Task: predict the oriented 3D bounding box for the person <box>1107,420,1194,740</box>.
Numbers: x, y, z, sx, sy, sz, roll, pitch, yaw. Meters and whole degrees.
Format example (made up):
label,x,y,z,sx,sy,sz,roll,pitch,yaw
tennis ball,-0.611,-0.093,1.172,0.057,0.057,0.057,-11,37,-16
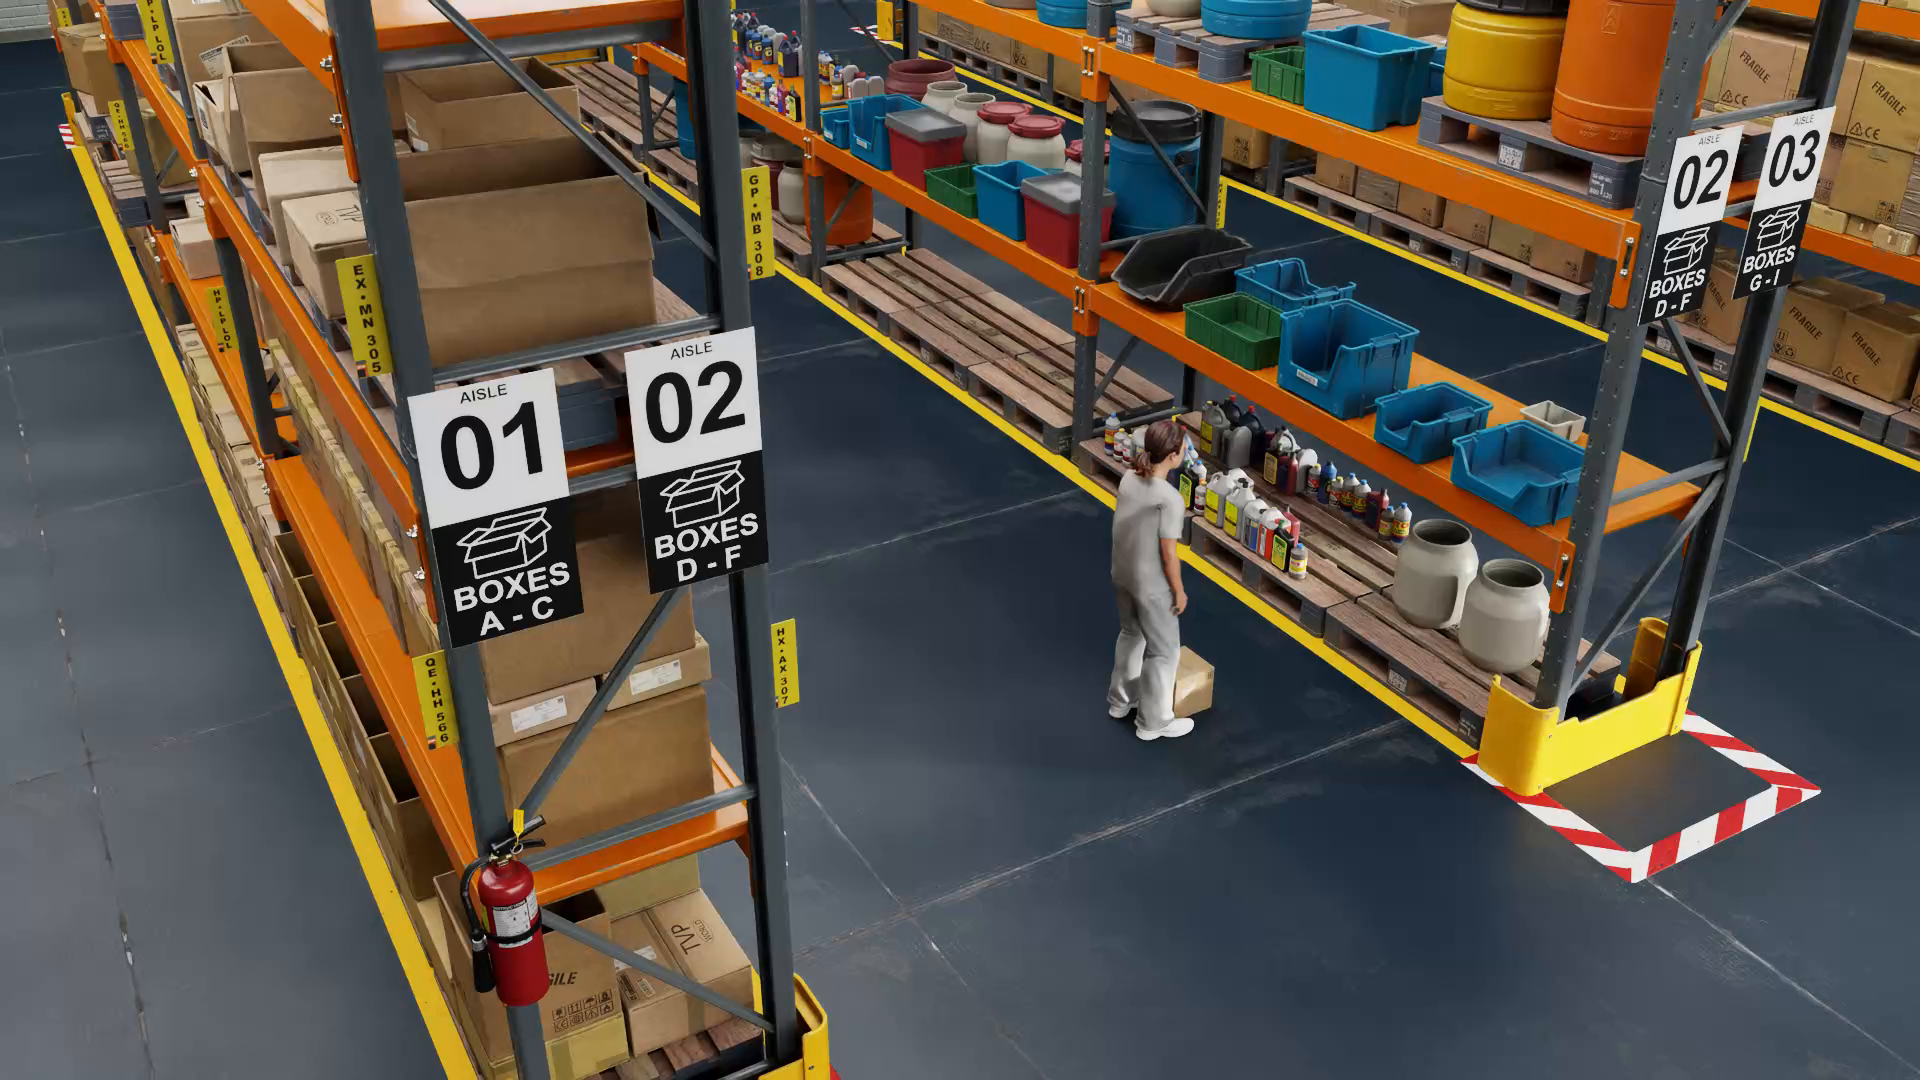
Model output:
label,x,y,z,sx,sy,sz,roll,pitch,yaw
person,0.937,0.191,8.215,0.359,1.673,0.486,-16,33,-26
